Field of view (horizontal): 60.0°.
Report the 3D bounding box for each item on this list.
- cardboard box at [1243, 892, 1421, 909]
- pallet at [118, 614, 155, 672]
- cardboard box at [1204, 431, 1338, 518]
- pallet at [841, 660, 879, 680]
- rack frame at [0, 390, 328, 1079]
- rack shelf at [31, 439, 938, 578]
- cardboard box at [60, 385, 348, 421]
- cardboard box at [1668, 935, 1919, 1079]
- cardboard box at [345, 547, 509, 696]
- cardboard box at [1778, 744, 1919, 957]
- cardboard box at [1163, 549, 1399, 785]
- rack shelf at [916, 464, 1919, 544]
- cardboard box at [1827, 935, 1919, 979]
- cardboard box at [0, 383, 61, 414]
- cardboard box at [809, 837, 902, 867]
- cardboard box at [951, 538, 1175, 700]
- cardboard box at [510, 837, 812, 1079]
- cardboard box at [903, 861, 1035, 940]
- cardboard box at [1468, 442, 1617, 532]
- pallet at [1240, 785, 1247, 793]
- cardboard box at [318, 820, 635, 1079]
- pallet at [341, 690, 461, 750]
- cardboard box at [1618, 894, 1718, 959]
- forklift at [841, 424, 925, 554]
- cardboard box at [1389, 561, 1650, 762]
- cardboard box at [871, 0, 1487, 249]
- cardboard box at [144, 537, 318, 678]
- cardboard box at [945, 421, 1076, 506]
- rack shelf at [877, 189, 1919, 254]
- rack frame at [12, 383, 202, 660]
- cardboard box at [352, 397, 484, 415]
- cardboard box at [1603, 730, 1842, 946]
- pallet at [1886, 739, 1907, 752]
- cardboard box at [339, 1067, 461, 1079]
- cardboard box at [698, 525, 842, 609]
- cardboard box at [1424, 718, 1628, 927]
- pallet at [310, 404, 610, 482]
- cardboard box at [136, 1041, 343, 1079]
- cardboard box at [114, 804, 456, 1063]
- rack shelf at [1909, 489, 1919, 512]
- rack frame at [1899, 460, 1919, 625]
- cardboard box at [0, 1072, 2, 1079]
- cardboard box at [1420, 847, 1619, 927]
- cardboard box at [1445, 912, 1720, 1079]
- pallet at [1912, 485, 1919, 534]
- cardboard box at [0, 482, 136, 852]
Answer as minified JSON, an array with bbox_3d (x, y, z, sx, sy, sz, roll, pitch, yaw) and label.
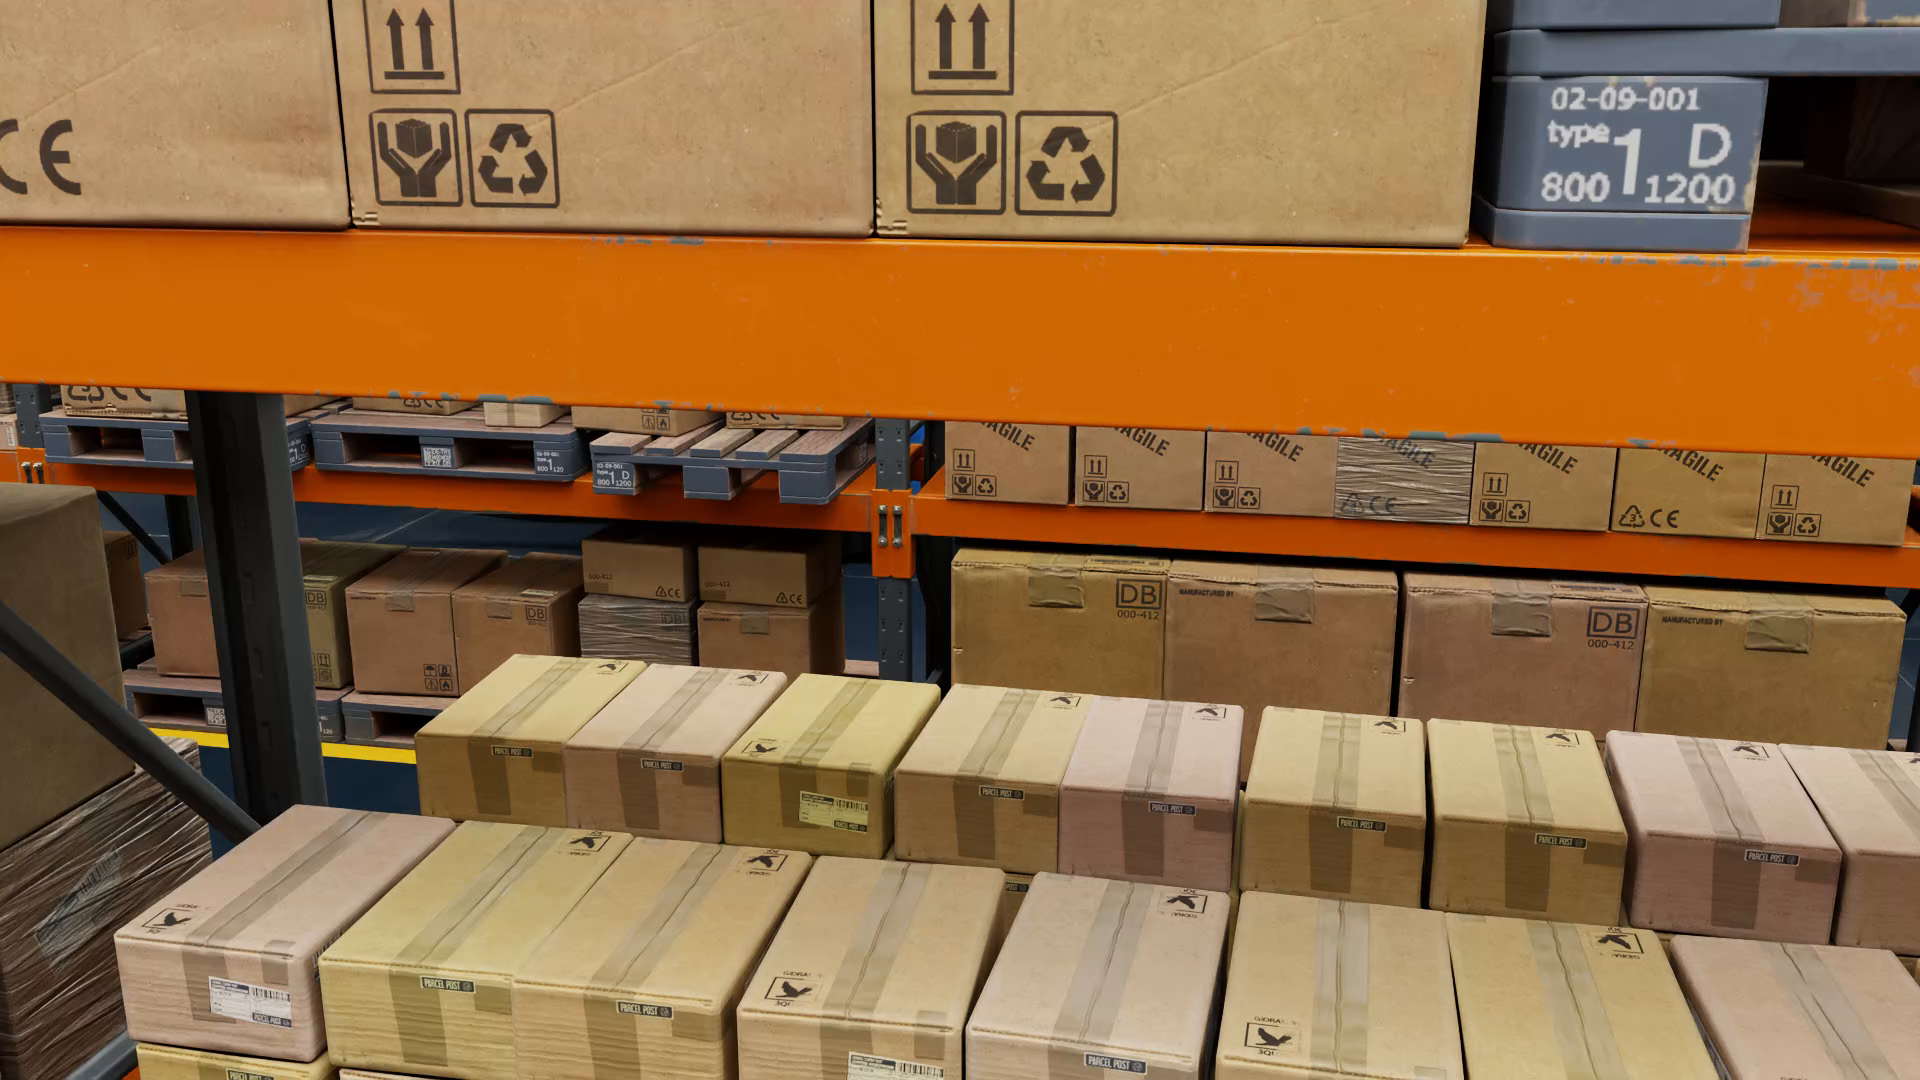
[{"bbox_3d":[0.569,0.539,2.555,0.250,0.149,0.380,4,16,12],"label":"cardboard box"},{"bbox_3d":[-4.768,0.601,8.428,1.213,0.211,1.003,3,16,11],"label":"pallet"},{"bbox_3d":[1.248,-0.402,6.637,0.500,0.500,0.500,3,16,10],"label":"cardboard box"},{"bbox_3d":[-0.949,0.798,7.716,1.213,0.211,1.003,3,16,11],"label":"pallet"},{"bbox_3d":[-1.270,0.788,2.527,0.127,3.000,1.000,3,16,11],"label":"rack frame"},{"bbox_3d":[-2.143,-0.264,7.672,4.000,0.370,1.077,3,16,11],"label":"rack shelf"},{"bbox_3d":[-3.352,-1.129,7.539,1.000,1.000,1.000,3,16,11],"label":"cardboard box"},{"bbox_3d":[0.940,0.593,1.801,0.250,0.149,0.380,2,16,9],"label":"cardboard box"},{"bbox_3d":[-2.493,0.374,7.881,0.500,0.500,0.700,2,16,6],"label":"cardboard box"},{"bbox_3d":[1.335,0.437,2.366,0.250,0.149,0.380,3,16,11],"label":"cardboard box"},{"bbox_3d":[1.361,0.409,7.089,0.875,0.875,1.225,3,16,11],"label":"cardboard box"},{"bbox_3d":[1.777,-0.145,6.878,3.809,0.124,0.919,3,16,11],"label":"rack shelf"},{"bbox_3d":[1.328,0.581,2.403,0.250,0.149,0.380,4,16,13],"label":"cardboard box"},{"bbox_3d":[-4.531,-0.948,8.052,0.500,0.500,0.875,3,16,11],"label":"cardboard box"},{"bbox_3d":[-0.175,0.498,2.703,0.250,0.149,0.380,3,16,12],"label":"cardboard box"},{"bbox_3d":[0.489,0.360,7.268,0.875,0.875,1.225,2,16,8],"label":"cardboard box"},{"bbox_3d":[-0.353,0.523,2.053,0.250,0.149,0.380,3,16,11],"label":"cardboard box"},{"bbox_3d":[0.070,0.511,2.654,0.250,0.149,0.380,3,16,11],"label":"cardboard box"},{"bbox_3d":[2.227,-0.347,6.438,0.500,0.500,0.500,3,16,10],"label":"cardboard box"},{"bbox_3d":[1.766,0.967,7.105,1.213,0.211,1.003,3,16,11],"label":"pallet"},{"bbox_3d":[-0.592,0.509,2.105,0.250,0.149,0.380,3,16,10],"label":"cardboard box"},{"bbox_3d":[-2.140,0.732,7.952,1.213,0.211,1.003,3,16,11],"label":"pallet"},{"bbox_3d":[1.068,0.567,2.454,0.250,0.149,0.380,3,16,10],"label":"cardboard box"},{"bbox_3d":[-18.527,-4.188,20.785,38.447,2.843,19.219,1,16,5],"label":"forklift"},{"bbox_3d":[2.230,0.454,6.926,0.875,0.875,1.225,3,16,9],"label":"cardboard box"},{"bbox_3d":[0.219,-0.556,1.572,0.500,0.500,0.500,3,16,11],"label":"cardboard box"},{"bbox_3d":[-3.505,0.314,8.097,0.500,0.500,0.700,2,16,7],"label":"cardboard box"},{"bbox_3d":[0.239,-0.455,6.828,0.500,0.500,0.500,4,16,13],"label":"cardboard box"},{"bbox_3d":[0.689,-0.298,1.813,3.809,0.124,0.919,3,16,11],"label":"rack shelf"},{"bbox_3d":[-4.103,-0.717,7.960,0.127,3.000,1.000,3,16,11],"label":"rack frame"},{"bbox_3d":[-2.386,-0.901,7.645,0.637,0.503,0.797,5,16,17],"label":"cardboard box"},{"bbox_3d":[1.088,0.423,2.415,0.250,0.149,0.380,4,16,13],"label":"cardboard box"},{"bbox_3d":[4.466,1.114,6.576,1.213,0.211,1.003,3,16,11],"label":"pallet"},{"bbox_3d":[-0.571,0.656,2.133,0.250,0.149,0.380,4,16,14],"label":"cardboard box"},{"bbox_3d":[-0.846,0.100,7.467,0.500,0.250,0.500,4,16,13],"label":"cardboard box"},{"bbox_3d":[0.823,0.410,2.463,0.250,0.149,0.380,4,16,13],"label":"cardboard box"},{"bbox_3d":[-2.131,-0.506,7.559,1.213,0.211,1.003,3,16,11],"label":"pallet"},{"bbox_3d":[-0.837,0.642,2.183,0.250,0.149,0.380,4,16,14],"label":"cardboard box"},{"bbox_3d":[-0.852,0.496,2.153,0.250,0.149,0.380,3,16,11],"label":"cardboard box"},{"bbox_3d":[5.697,0.033,6.100,3.809,0.052,0.919,3,16,11],"label":"rack shelf"},{"bbox_3d":[3.736,-0.290,6.421,0.053,2.616,0.949,3,16,11],"label":"rack frame"},{"bbox_3d":[-1.961,0.702,2.650,1.009,0.500,1.038,3,16,11],"label":"cardboard box"},{"bbox_3d":[0.822,0.552,2.505,0.250,0.149,0.380,3,16,10],"label":"cardboard box"},{"bbox_3d":[0.676,0.579,1.851,0.270,0.149,0.393,4,16,13],"label":"cardboard box"},{"bbox_3d":[6.651,-0.150,11.137,1.213,0.211,1.003,3,16,11],"label":"pallet"},{"bbox_3d":[-1.708,0.232,2.476,0.500,0.500,0.700,3,16,11],"label":"cardboard box"}]
